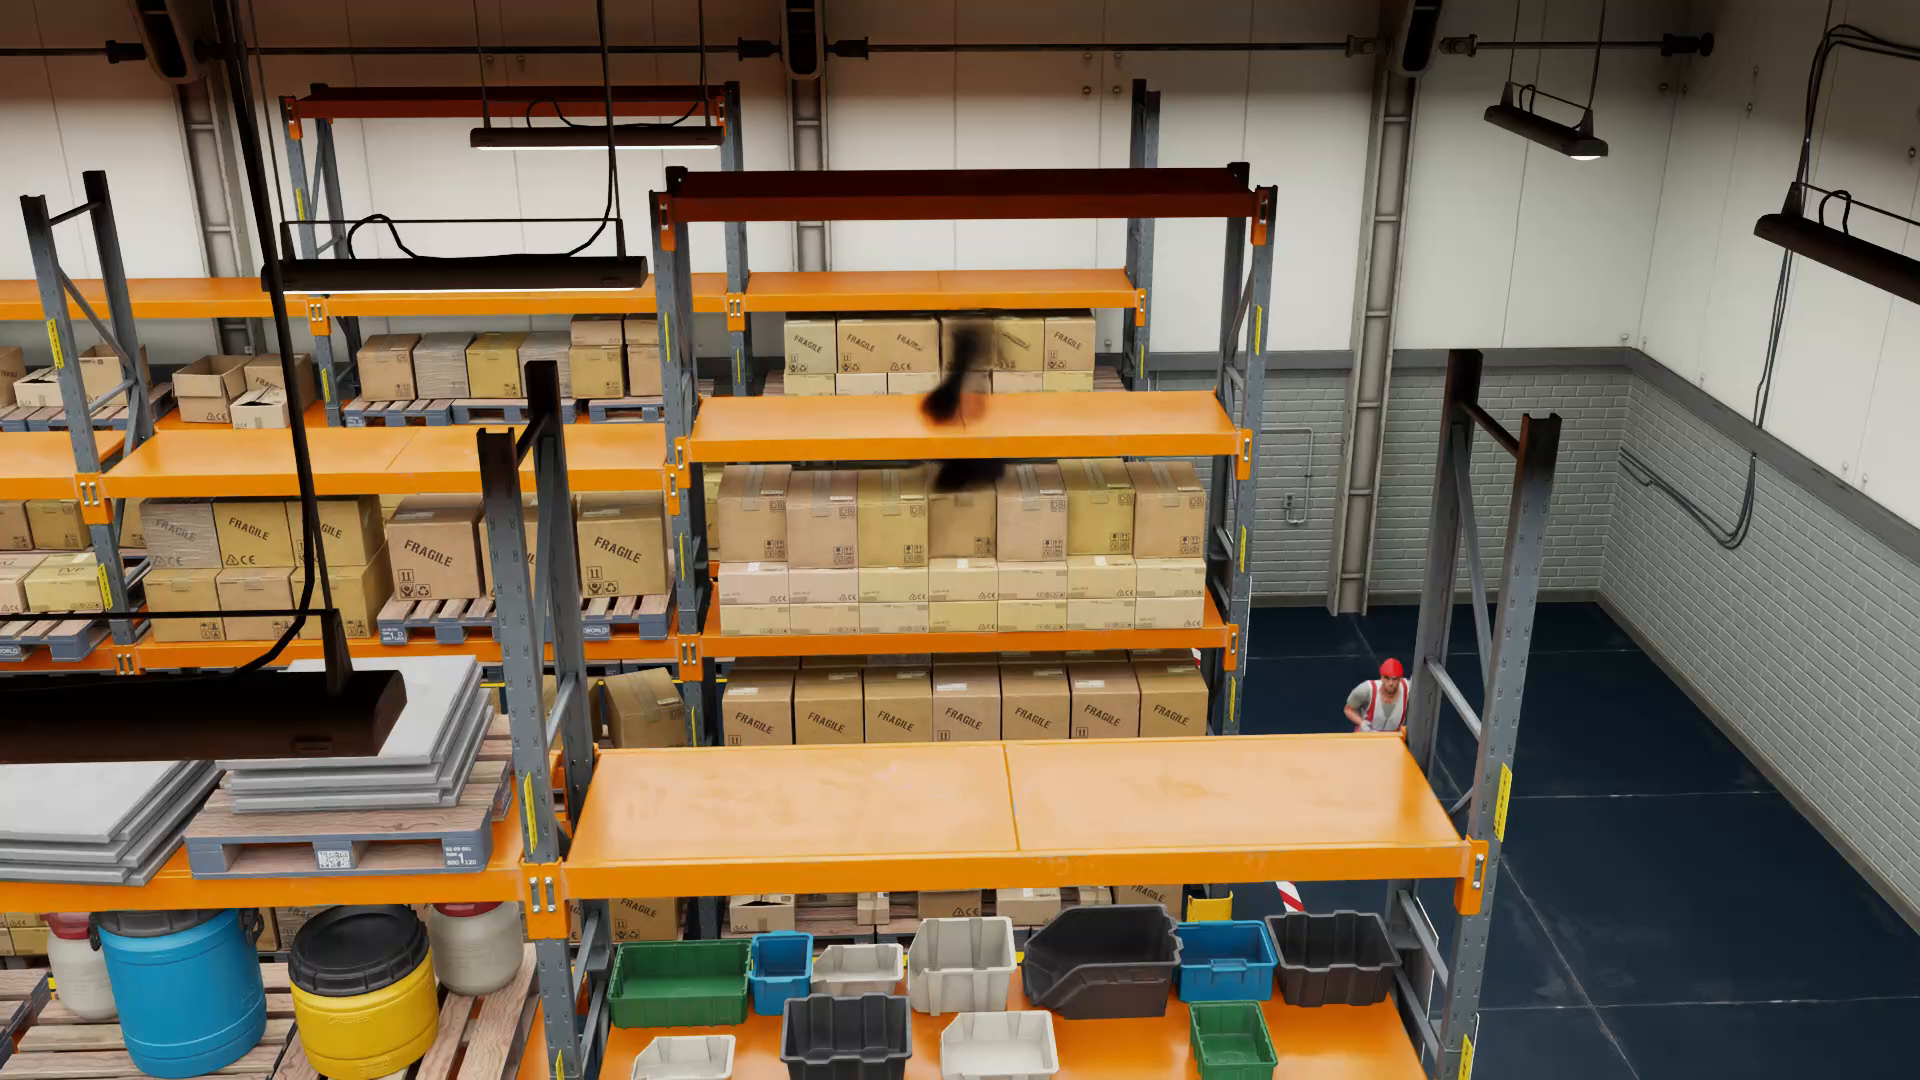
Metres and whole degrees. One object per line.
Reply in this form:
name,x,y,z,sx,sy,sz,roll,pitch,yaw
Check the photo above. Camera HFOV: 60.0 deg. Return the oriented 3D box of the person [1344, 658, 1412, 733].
person,3.655,1.751,14.511,0.666,1.791,1.066,4,22,9
